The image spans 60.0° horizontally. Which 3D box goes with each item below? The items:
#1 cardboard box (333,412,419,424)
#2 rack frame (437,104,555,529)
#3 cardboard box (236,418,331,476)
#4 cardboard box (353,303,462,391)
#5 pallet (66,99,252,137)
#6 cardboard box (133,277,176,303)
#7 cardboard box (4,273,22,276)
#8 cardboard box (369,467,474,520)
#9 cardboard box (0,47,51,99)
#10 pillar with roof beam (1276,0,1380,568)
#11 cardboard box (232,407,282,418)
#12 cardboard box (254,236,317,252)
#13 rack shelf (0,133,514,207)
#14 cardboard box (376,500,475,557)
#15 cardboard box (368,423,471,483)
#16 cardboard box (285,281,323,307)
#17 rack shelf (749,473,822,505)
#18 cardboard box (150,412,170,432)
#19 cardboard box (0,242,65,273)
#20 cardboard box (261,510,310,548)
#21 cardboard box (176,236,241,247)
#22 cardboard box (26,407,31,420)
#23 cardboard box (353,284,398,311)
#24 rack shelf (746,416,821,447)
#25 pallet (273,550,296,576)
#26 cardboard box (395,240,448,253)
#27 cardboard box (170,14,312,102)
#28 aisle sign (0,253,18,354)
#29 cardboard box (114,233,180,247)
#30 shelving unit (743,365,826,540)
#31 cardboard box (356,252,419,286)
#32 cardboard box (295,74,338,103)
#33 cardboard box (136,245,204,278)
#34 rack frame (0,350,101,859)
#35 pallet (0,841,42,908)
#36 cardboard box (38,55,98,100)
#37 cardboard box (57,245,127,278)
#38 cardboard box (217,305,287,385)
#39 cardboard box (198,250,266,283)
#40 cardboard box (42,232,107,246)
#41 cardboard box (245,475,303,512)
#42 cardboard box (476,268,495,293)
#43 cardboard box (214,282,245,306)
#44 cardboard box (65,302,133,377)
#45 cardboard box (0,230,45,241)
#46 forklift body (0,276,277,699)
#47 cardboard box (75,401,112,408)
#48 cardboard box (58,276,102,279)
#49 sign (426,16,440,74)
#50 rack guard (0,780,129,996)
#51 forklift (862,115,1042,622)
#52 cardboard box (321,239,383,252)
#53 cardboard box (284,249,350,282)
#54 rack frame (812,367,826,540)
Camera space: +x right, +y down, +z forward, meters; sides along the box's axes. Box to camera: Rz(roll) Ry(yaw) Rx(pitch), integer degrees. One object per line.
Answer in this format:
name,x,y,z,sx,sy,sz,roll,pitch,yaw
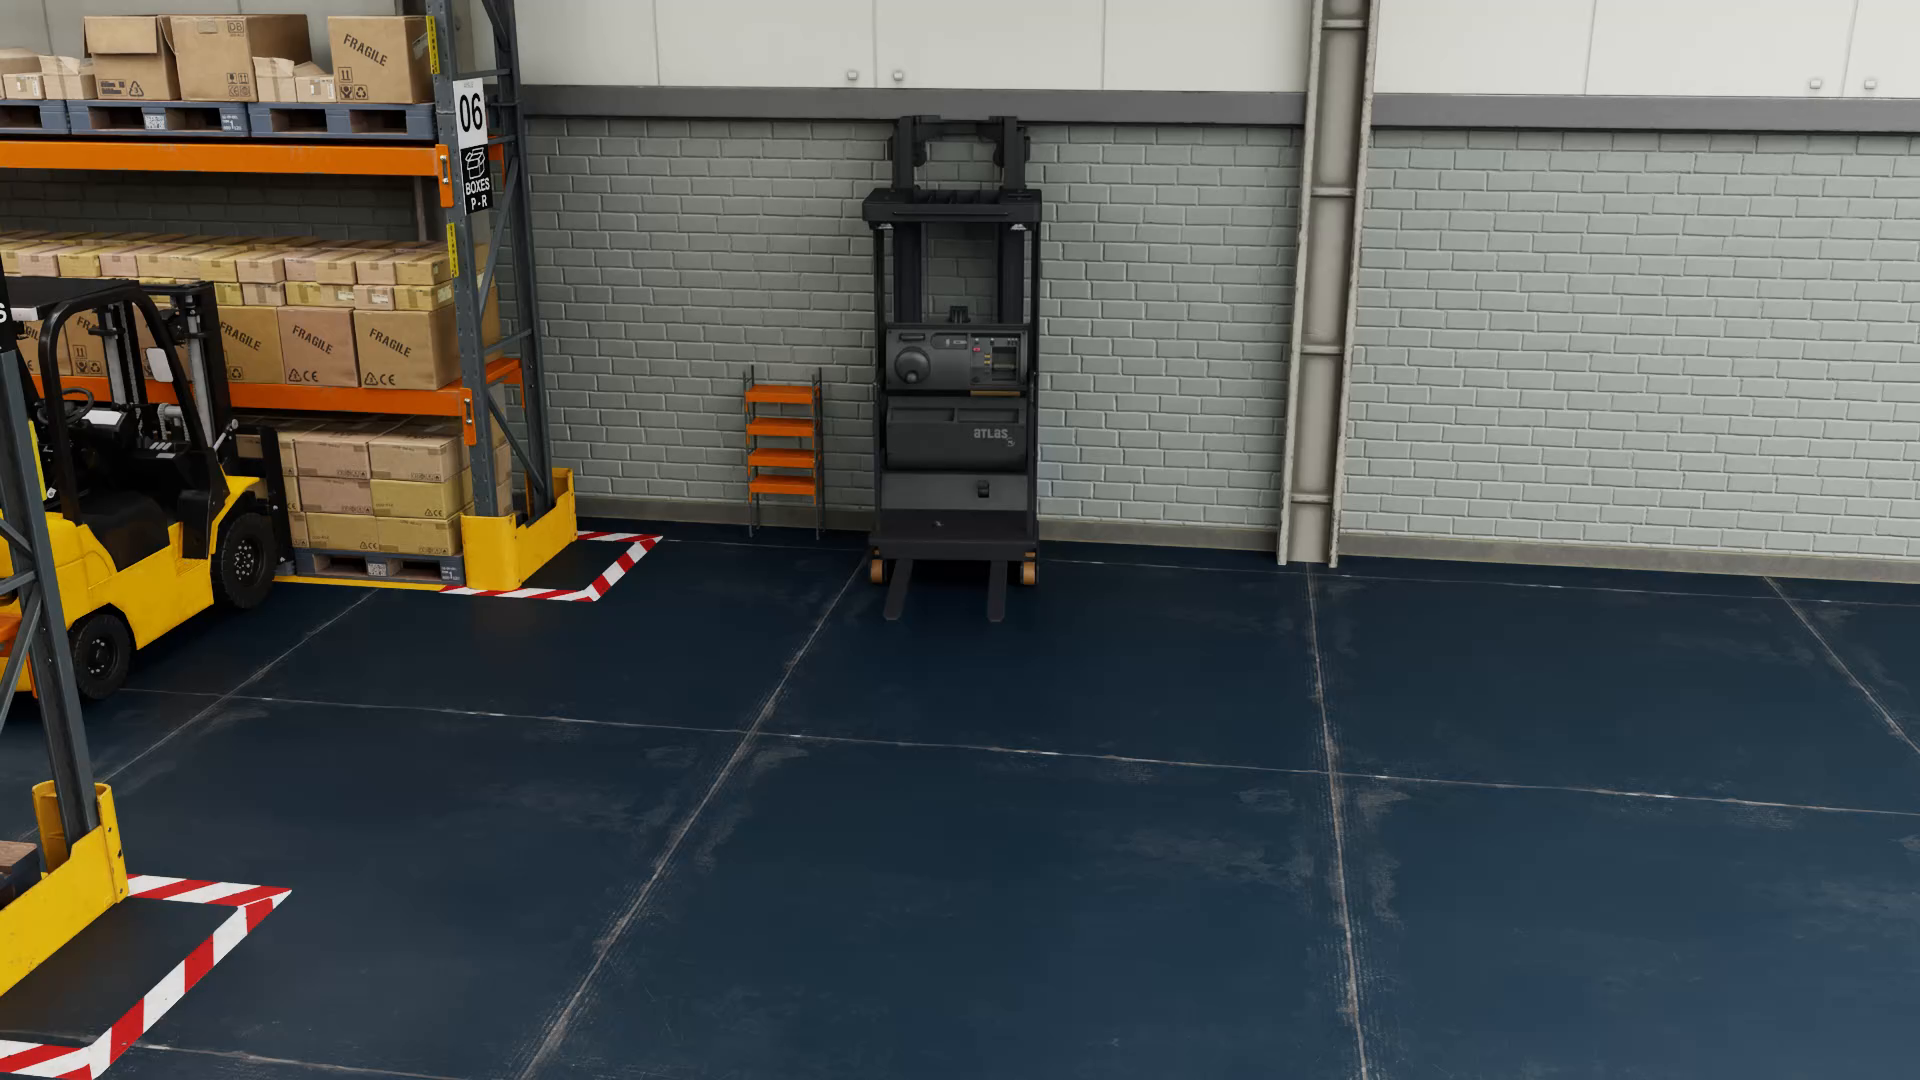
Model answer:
cardboard box,-3.940,-0.756,11.431,0.500,0.250,0.500,3,19,9
rack frame,-3.001,-1.279,10.899,0.127,3.000,1.000,3,19,9
cardboard box,-4.510,-0.620,11.025,0.500,0.250,0.500,3,19,9
cardboard box,-3.529,-1.269,10.711,0.500,0.500,0.500,3,19,7
pallet,-4.903,-2.764,10.748,1.213,0.211,1.003,3,19,9
cardboard box,-5.154,-1.653,10.836,0.250,0.149,0.380,3,19,8
cardboard box,-6.160,-1.720,11.037,0.250,0.149,0.380,3,19,9
cardboard box,-3.531,-0.338,10.969,0.500,0.250,0.500,3,19,8
cardboard box,-6.168,-2.989,10.603,0.500,0.311,0.500,3,19,10
pillar with roof beam,1.696,-2.791,5.962,0.400,9.000,9.100,3,19,9
cardboard box,-4.936,-0.812,11.600,0.500,0.250,0.500,3,19,8
cardboard box,-4.564,-1.958,11.280,0.250,0.149,0.380,2,19,7
rack shelf,-4.976,-2.461,10.838,4.000,0.370,1.077,3,19,9
cardboard box,-3.515,-0.099,11.043,0.500,0.250,0.500,3,19,9
cardboard box,-3.505,-0.574,10.887,0.500,0.250,0.500,4,19,10
cardboard box,-4.134,-1.616,10.724,0.250,0.149,0.380,3,19,8
rack shelf,-1.236,-0.364,11.838,0.480,0.148,0.258,3,19,8
cardboard box,-5.526,-0.677,11.194,0.500,0.250,0.500,4,19,11
cardboard box,-6.157,-1.873,11.024,0.250,0.149,0.380,3,19,8
cardboard box,-4.497,-0.155,11.210,0.500,0.250,0.500,3,19,9
cardboard box,-5.083,-1.958,11.279,0.250,0.149,0.380,3,19,10
cardboard box,-6.523,-0.727,11.345,0.500,0.250,0.500,3,19,8
cardboard box,-3.645,-1.567,10.580,0.250,0.149,0.380,3,19,10
rack shelf,-1.236,-0.764,11.704,0.480,0.148,0.258,3,19,8
pallet,-4.964,-0.044,11.602,1.213,0.211,1.003,3,19,9
cardboard box,-3.551,-1.892,11.082,0.250,0.149,0.380,4,19,11
cardboard box,-4.472,-3.024,10.410,0.500,0.500,0.700,3,19,9
aisle sign,-3.674,-1.051,6.119,0.004,0.787,0.394,3,19,9
cardboard box,-5.573,-2.008,11.428,0.250,0.149,0.380,3,19,8
shelving unit,-1.236,-0.616,11.754,0.503,1.200,0.258,3,19,8
cardboard box,-3.637,-1.730,10.597,0.250,0.149,0.380,3,19,9
cardboard box,-3.867,-2.776,10.220,0.250,0.149,0.380,2,19,7
cardboard box,-5.149,-1.820,10.868,0.250,0.149,0.380,3,19,9
rack frame,-3.785,0.276,6.250,0.127,3.000,1.000,3,19,9
pallet,-4.656,1.543,6.860,1.213,0.211,1.003,3,19,9
cardboard box,-5.533,-2.916,10.455,0.258,0.266,0.396,2,19,7
cardboard box,-5.659,-1.823,10.875,0.250,0.149,0.380,3,19,8
cardboard box,-4.545,-1.324,10.874,0.500,0.500,0.500,3,19,8
cardboard box,-4.664,-1.760,10.687,0.250,0.149,0.380,3,19,10
cardboard box,-6.083,-2.020,11.465,0.250,0.149,0.380,3,19,8
cardboard box,-4.538,-0.386,11.113,0.500,0.250,0.500,2,19,7
cardboard box,-3.295,-1.732,11.074,0.250,0.149,0.380,2,19,7
cardboard box,-4.658,-1.621,10.740,0.250,0.149,0.380,3,19,9
cardboard box,-5.537,-1.378,11.035,0.500,0.500,0.500,3,19,8
cardboard box,-6.587,-2.055,11.569,0.250,0.149,0.380,3,19,9
forklift body,-5.163,-0.400,9.610,1.214,2.155,2.313,3,19,9
cardboard box,-5.931,-0.865,11.756,0.500,0.250,0.500,3,19,8
cardboard box,-5.669,-1.671,10.889,0.250,0.149,0.380,3,19,8
sign,-3.101,-2.915,9.789,0.005,0.325,0.100,3,19,9
rack guard,-3.860,1.458,6.658,0.348,0.500,1.175,3,19,9
forklift,-0.030,-1.191,10.742,1.130,2.935,3.031,1,19,3
cardboard box,-4.057,-1.909,11.132,0.250,0.149,0.380,3,19,9
cardboard box,-4.133,-1.770,10.718,0.250,0.149,0.380,3,19,9
rack frame,-0.994,-0.605,11.720,0.015,1.200,0.240,3,19,8
